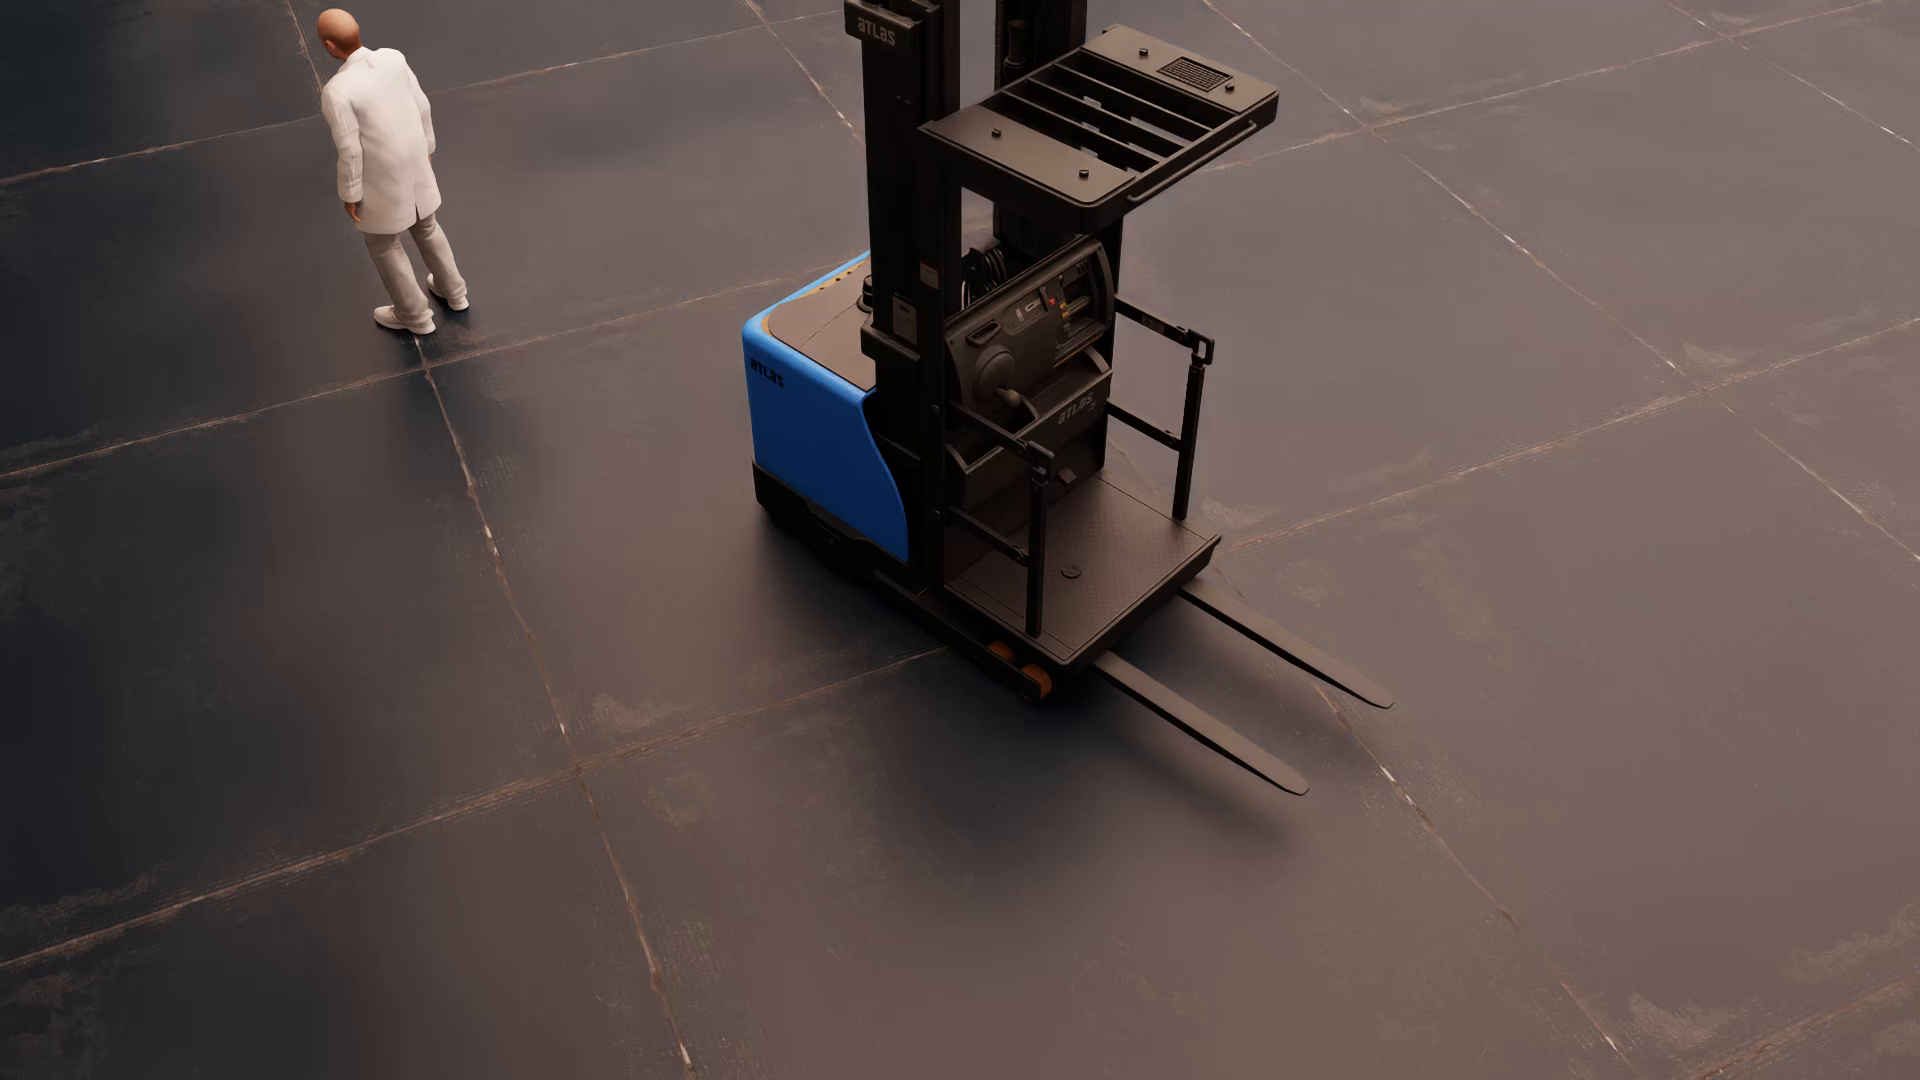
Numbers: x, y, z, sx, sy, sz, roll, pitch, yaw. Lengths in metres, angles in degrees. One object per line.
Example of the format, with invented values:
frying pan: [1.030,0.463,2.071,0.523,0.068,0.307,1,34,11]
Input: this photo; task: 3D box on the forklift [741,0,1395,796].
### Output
forklift: [0.445,-0.788,6.525,3.031,2.935,1.130,32,52,30]

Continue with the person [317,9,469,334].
person: [-2.943,-1.881,8.545,0.436,1.772,0.644,22,47,22]
